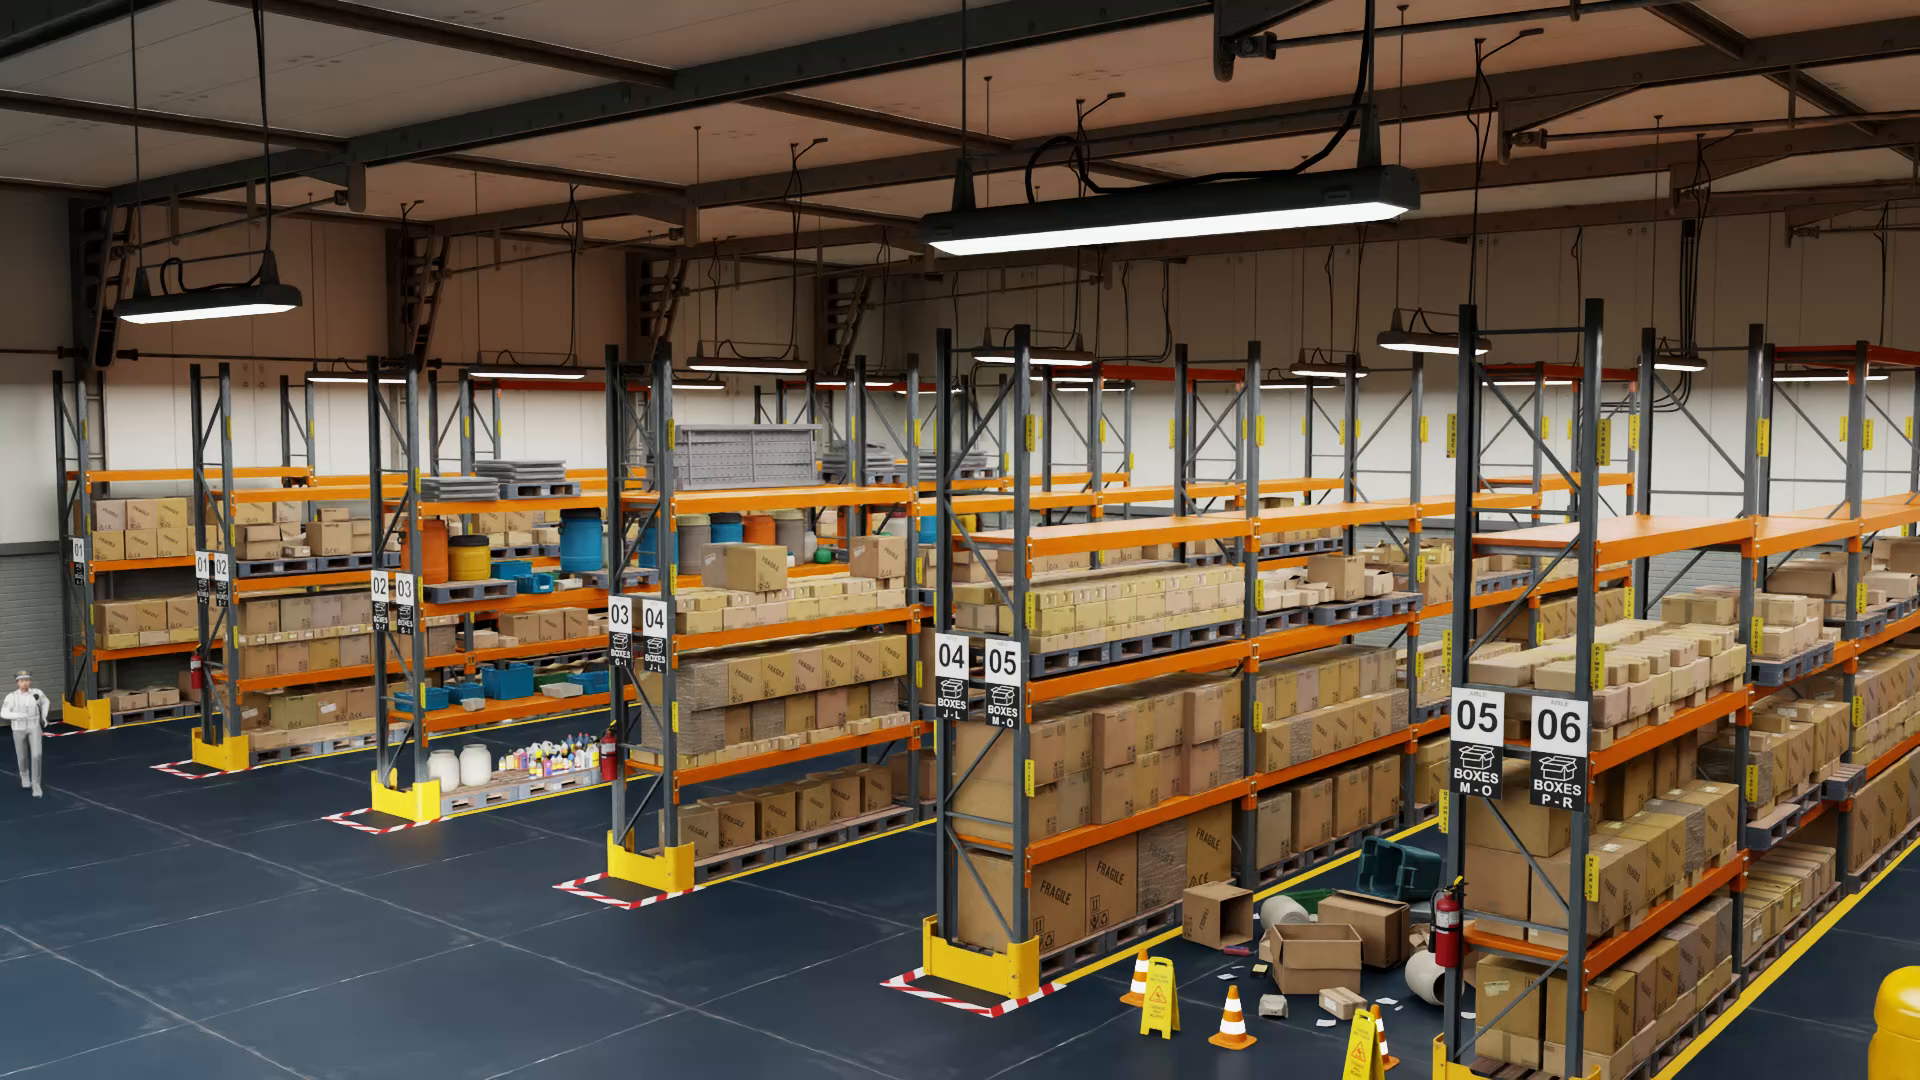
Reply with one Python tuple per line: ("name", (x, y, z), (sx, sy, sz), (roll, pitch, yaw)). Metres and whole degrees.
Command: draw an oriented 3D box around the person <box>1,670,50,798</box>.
("person", (-12.915, 2.658, 23.005), (0.597, 1.741, 0.770), (-2, 5, -30))
